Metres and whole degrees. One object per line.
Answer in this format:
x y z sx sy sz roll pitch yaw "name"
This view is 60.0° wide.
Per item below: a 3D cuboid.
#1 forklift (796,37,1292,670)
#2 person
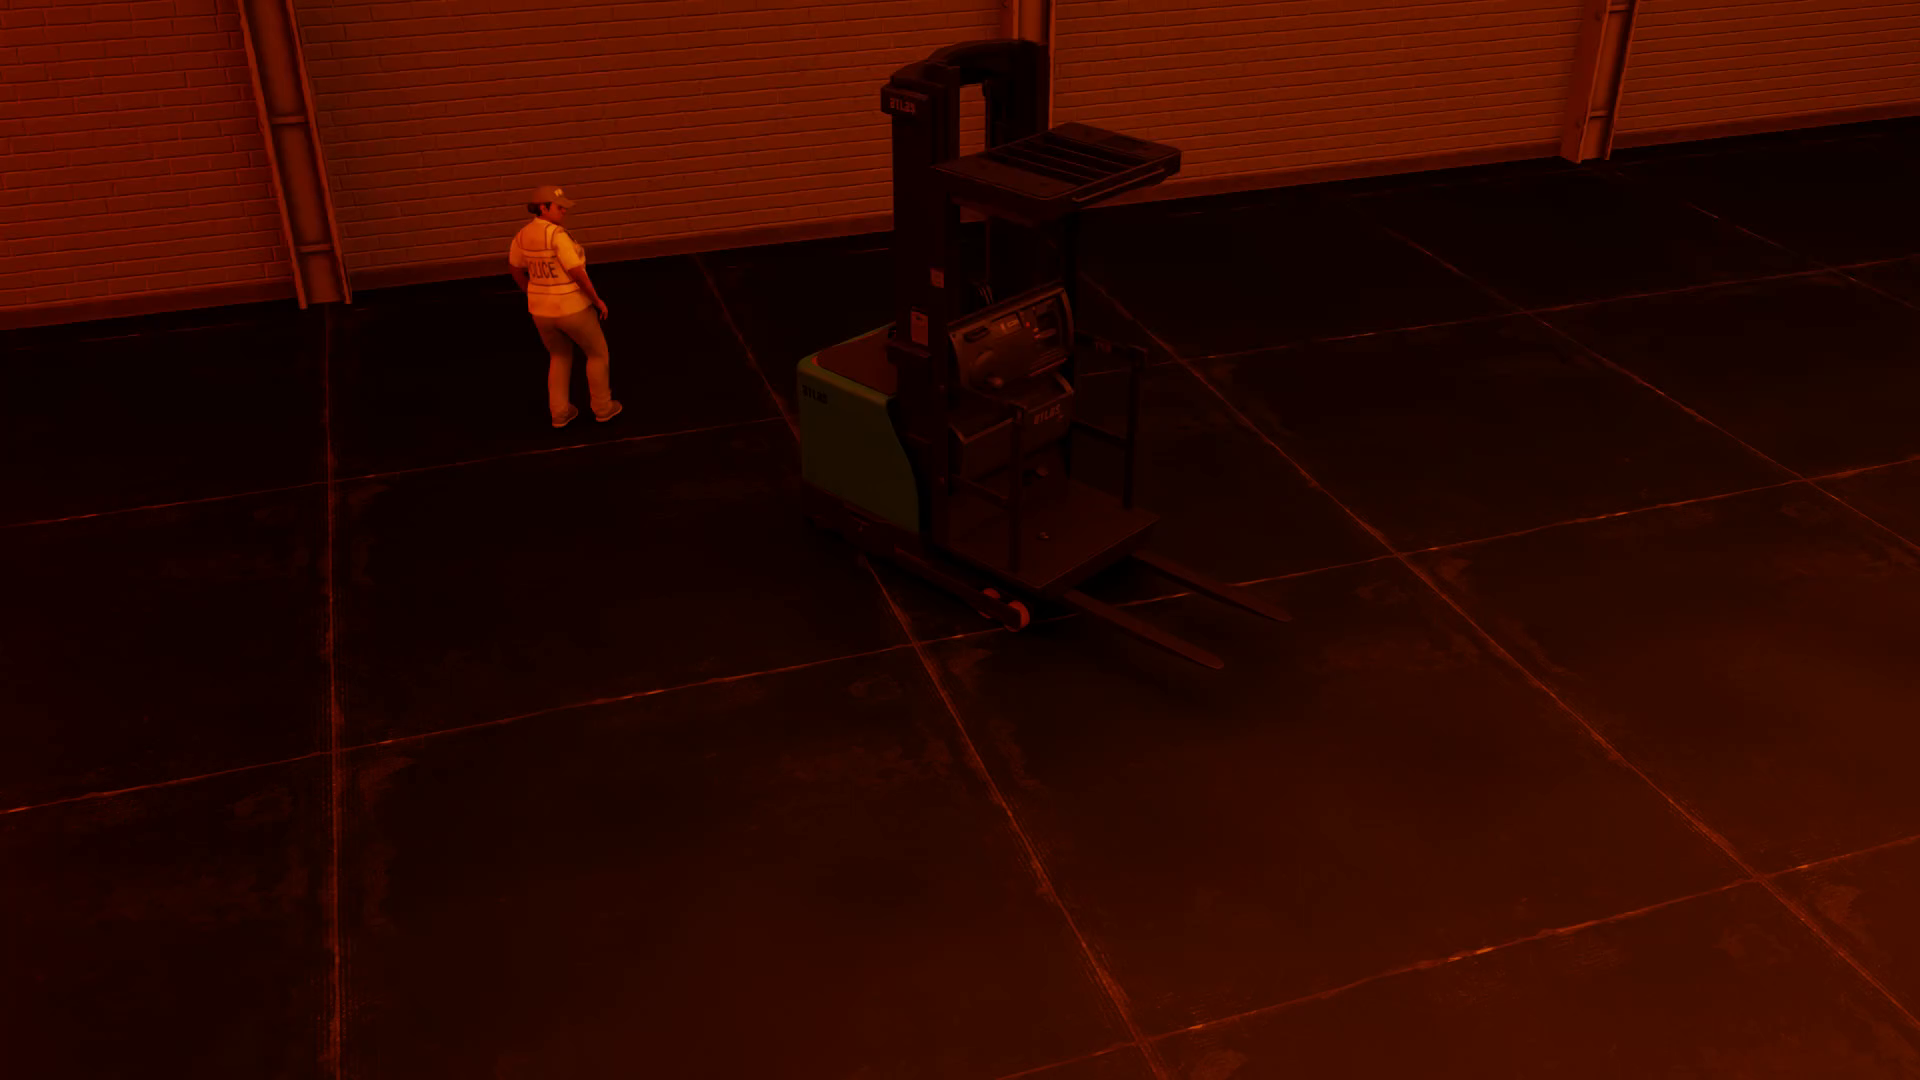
0.443 -1.061 8.931 3.031 2.935 1.130 25 38 37 "forklift"
-2.635 -1.561 11.095 0.686 1.646 0.512 12 32 19 "person"
